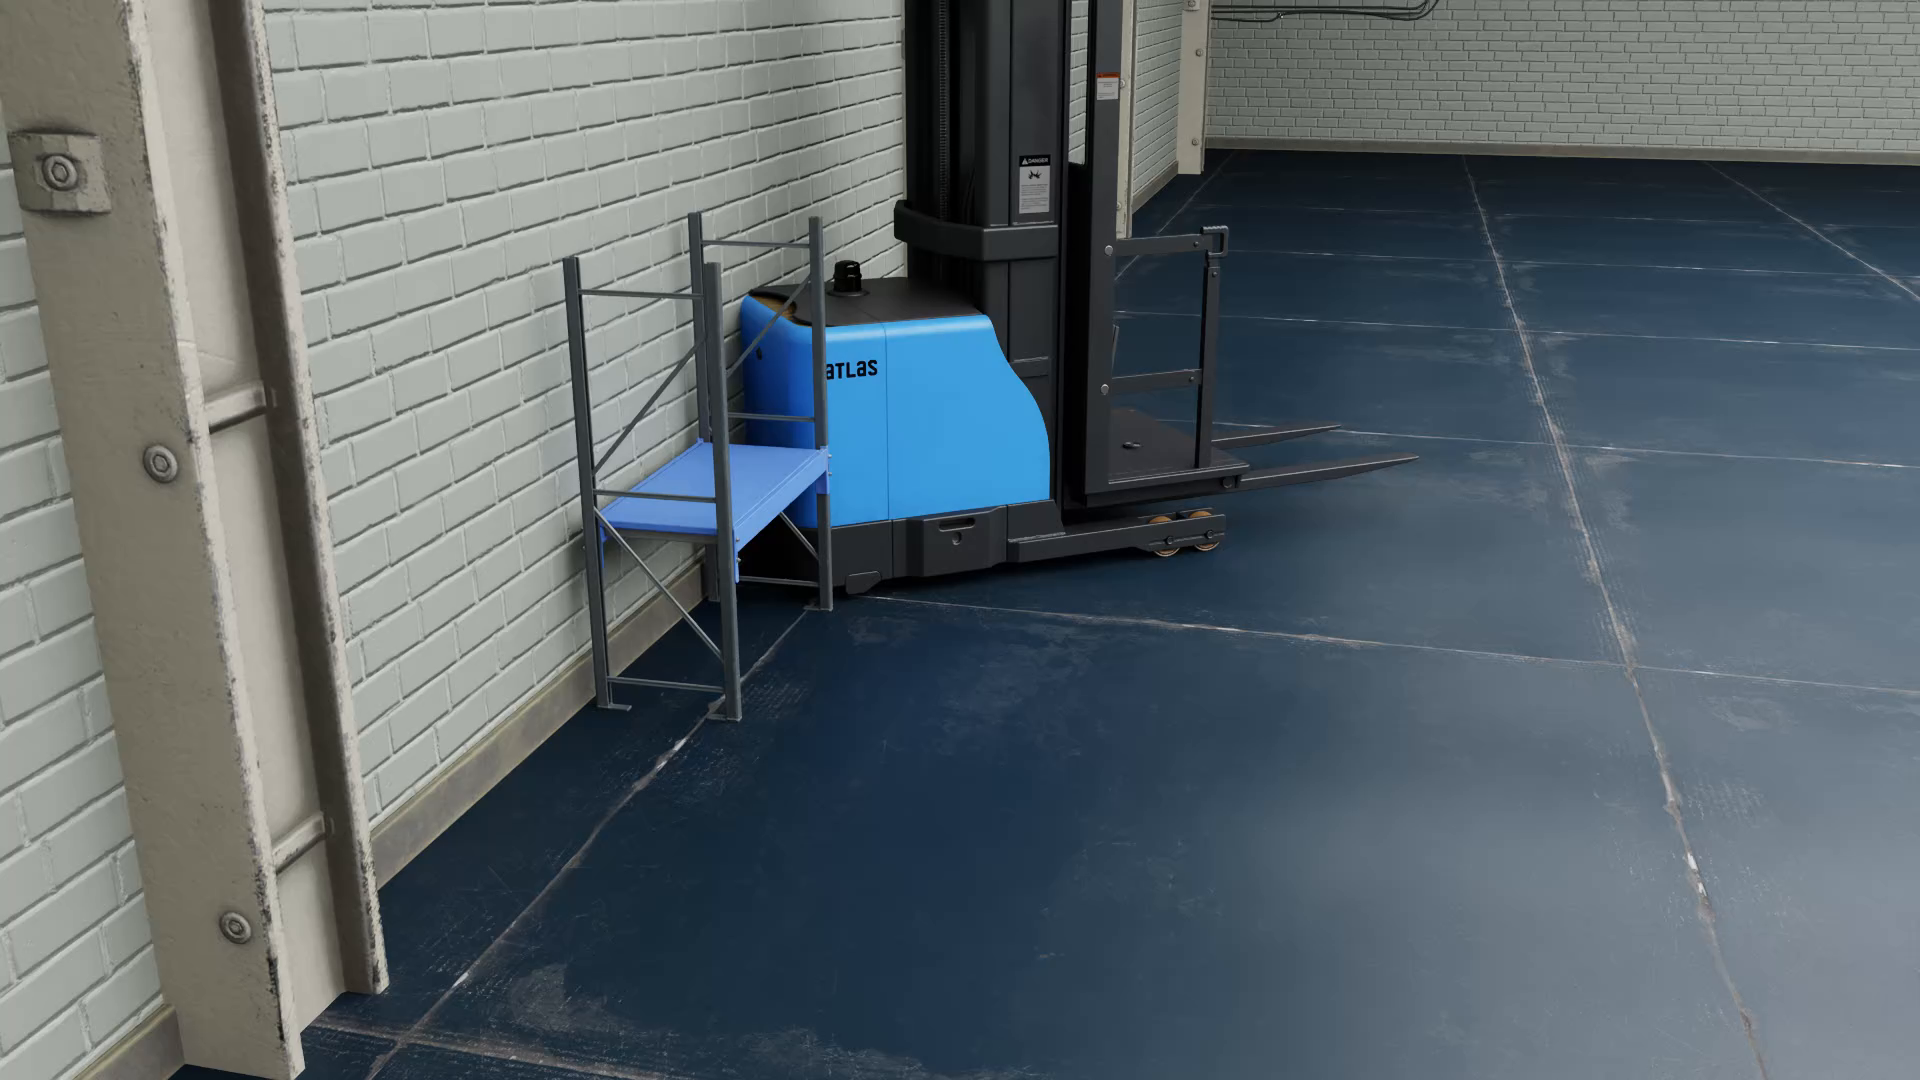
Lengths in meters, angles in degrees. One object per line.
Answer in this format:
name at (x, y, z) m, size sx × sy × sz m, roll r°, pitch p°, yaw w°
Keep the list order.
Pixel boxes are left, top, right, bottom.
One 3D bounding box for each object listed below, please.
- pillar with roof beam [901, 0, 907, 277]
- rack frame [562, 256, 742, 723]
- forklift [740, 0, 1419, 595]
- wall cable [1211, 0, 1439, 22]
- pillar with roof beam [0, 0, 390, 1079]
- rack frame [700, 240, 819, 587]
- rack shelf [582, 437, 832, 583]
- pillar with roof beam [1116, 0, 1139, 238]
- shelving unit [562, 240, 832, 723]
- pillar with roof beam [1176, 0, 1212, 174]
pillar with roof beam at (4.060, -4.675, 6.952) m, size 9.100 × 9.000 × 0.400 m, roll 5°, pitch 19°, yaw 13°
rack frame at (-0.964, -0.135, 5.263) m, size 0.500 × 1.500 × 0.032 m, roll 4°, pitch 19°, yaw 12°
forklift at (0.581, -1.466, 6.944) m, size 3.031 × 2.935 × 1.130 m, roll -8°, pitch 20°, yaw -21°
wall cable at (4.819, -8.125, 21.859) m, size 3.097 × 2.526 × 0.112 m, roll 5°, pitch 19°, yaw 13°
pillar with roof beam at (2.594, -2.794, 1.446) m, size 9.100 × 9.000 × 0.400 m, roll 5°, pitch 19°, yaw 13°
rack frame at (-0.738, -0.455, 6.201) m, size 0.475 × 1.308 × 0.013 m, roll 4°, pitch 19°, yaw 12°
rack shelf at (-0.850, -0.125, 5.790) m, size 0.538 × 0.185 × 1.000 m, roll 4°, pitch 19°, yaw 12°
pillar with roof beam at (5.526, -6.555, 12.458) m, size 9.100 × 9.000 × 0.400 m, roll 5°, pitch 19°, yaw 13°
shelving unit at (-0.851, -0.294, 5.727) m, size 0.538 × 1.500 × 1.039 m, roll 4°, pitch 19°, yaw 12°
pillar with roof beam at (6.992, -8.436, 17.964) m, size 9.100 × 9.000 × 0.400 m, roll 5°, pitch 19°, yaw 13°
